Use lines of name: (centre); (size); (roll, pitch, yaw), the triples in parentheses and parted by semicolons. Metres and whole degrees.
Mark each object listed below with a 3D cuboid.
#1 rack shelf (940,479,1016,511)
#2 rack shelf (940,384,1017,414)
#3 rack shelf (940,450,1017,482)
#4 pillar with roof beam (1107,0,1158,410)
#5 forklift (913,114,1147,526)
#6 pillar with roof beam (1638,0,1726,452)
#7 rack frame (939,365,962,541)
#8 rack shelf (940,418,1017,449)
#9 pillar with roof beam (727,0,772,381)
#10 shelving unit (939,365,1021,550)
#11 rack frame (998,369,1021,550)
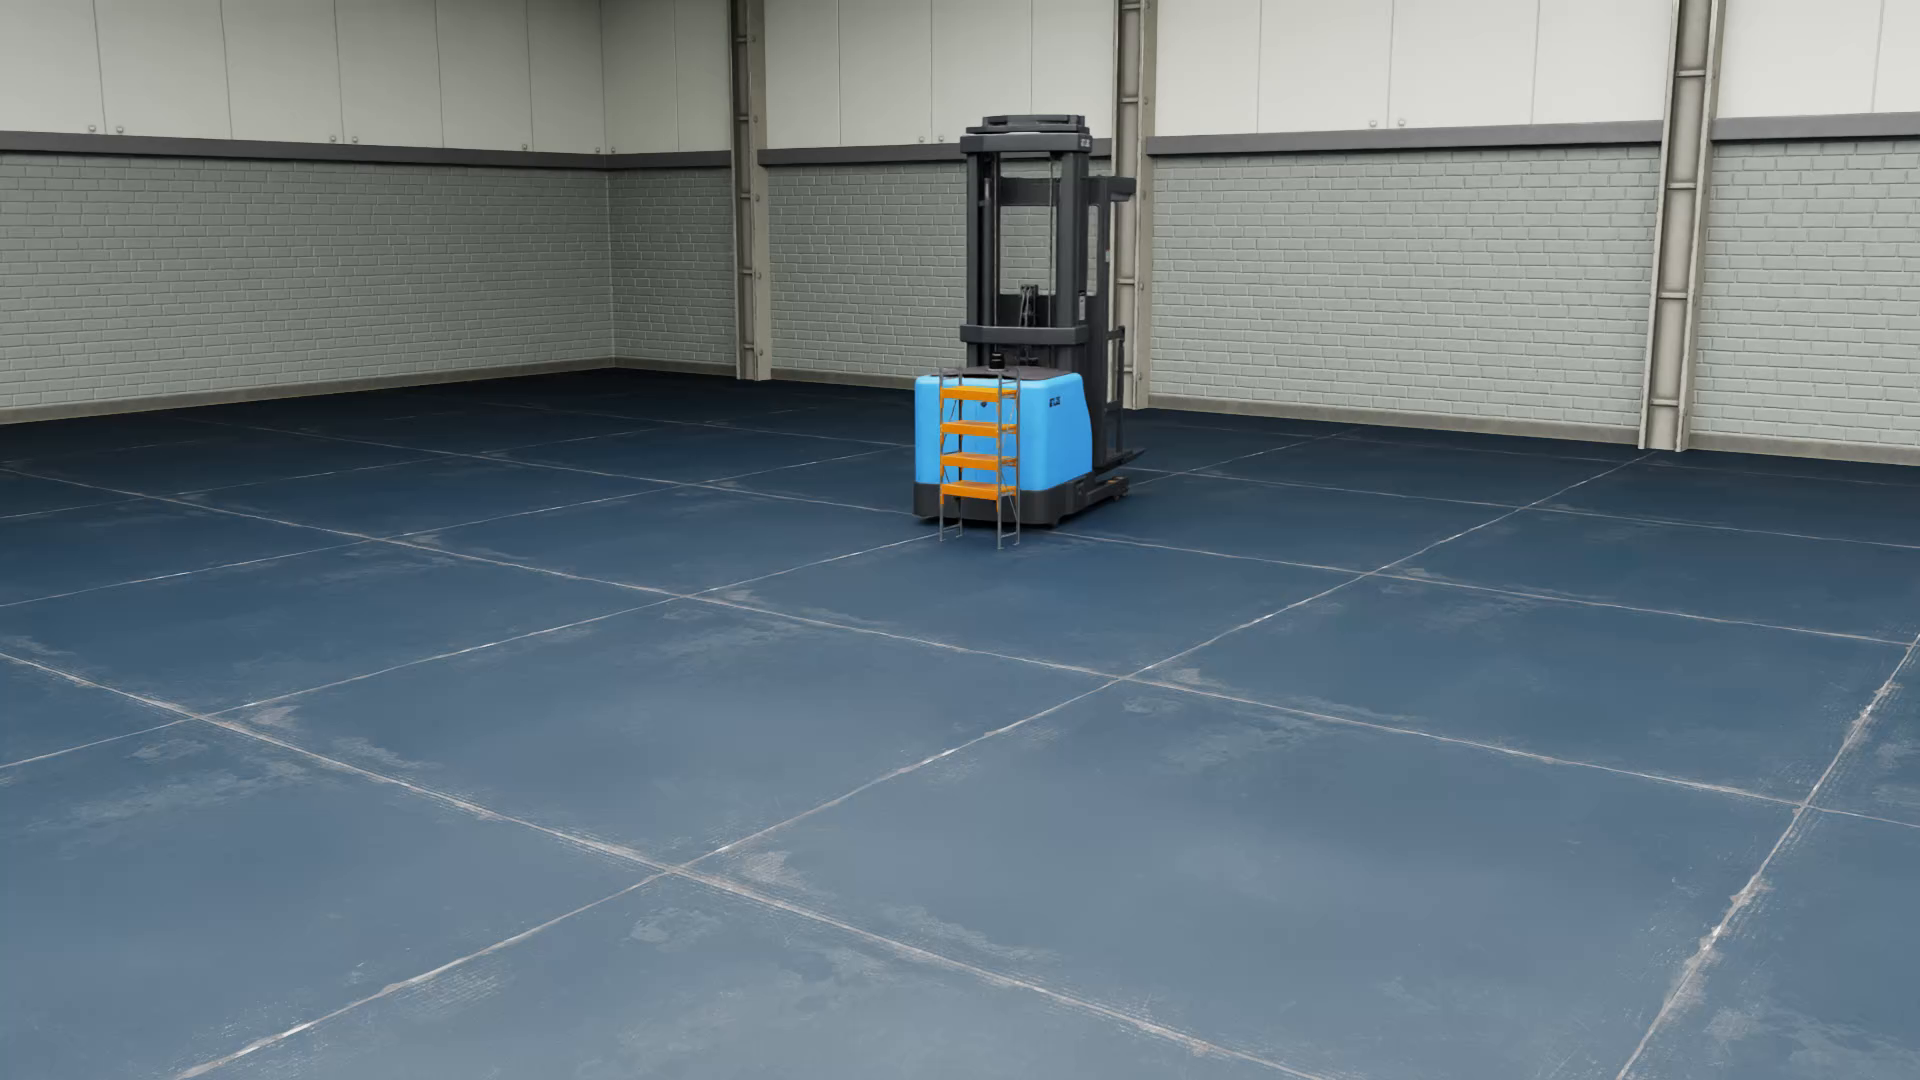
rack shelf: (0.133, -0.309, 11.370); (0.480, 0.148, 0.258); (8, 13, 36)
rack shelf: (0.133, -0.956, 11.245); (0.480, 0.148, 0.258); (8, 13, 36)
rack shelf: (0.133, -0.504, 11.332); (0.480, 0.148, 0.258); (8, 13, 36)
pillar with roof beam: (-0.567, -5.322, 15.345); (0.400, 9.000, 9.100); (8, 13, 36)
forklift: (0.710, -1.775, 12.988); (1.130, 2.935, 3.031); (5, 12, 23)
pillar with roof beam: (4.269, -4.647, 11.858); (0.400, 9.000, 9.100); (8, 13, 36)
rack frame: (-0.063, -0.598, 11.461); (0.015, 1.200, 0.240); (8, 13, 36)
rack shelf: (0.133, -0.724, 11.290); (0.480, 0.148, 0.258); (8, 13, 36)
pillar with roof beam: (-5.403, -5.996, 18.832); (0.400, 9.000, 9.100); (8, 13, 36)
shelving unit: (0.133, -0.570, 11.320); (0.503, 1.200, 0.258); (8, 13, 36)
rack frame: (0.330, -0.543, 11.178); (0.015, 1.200, 0.240); (8, 13, 36)
